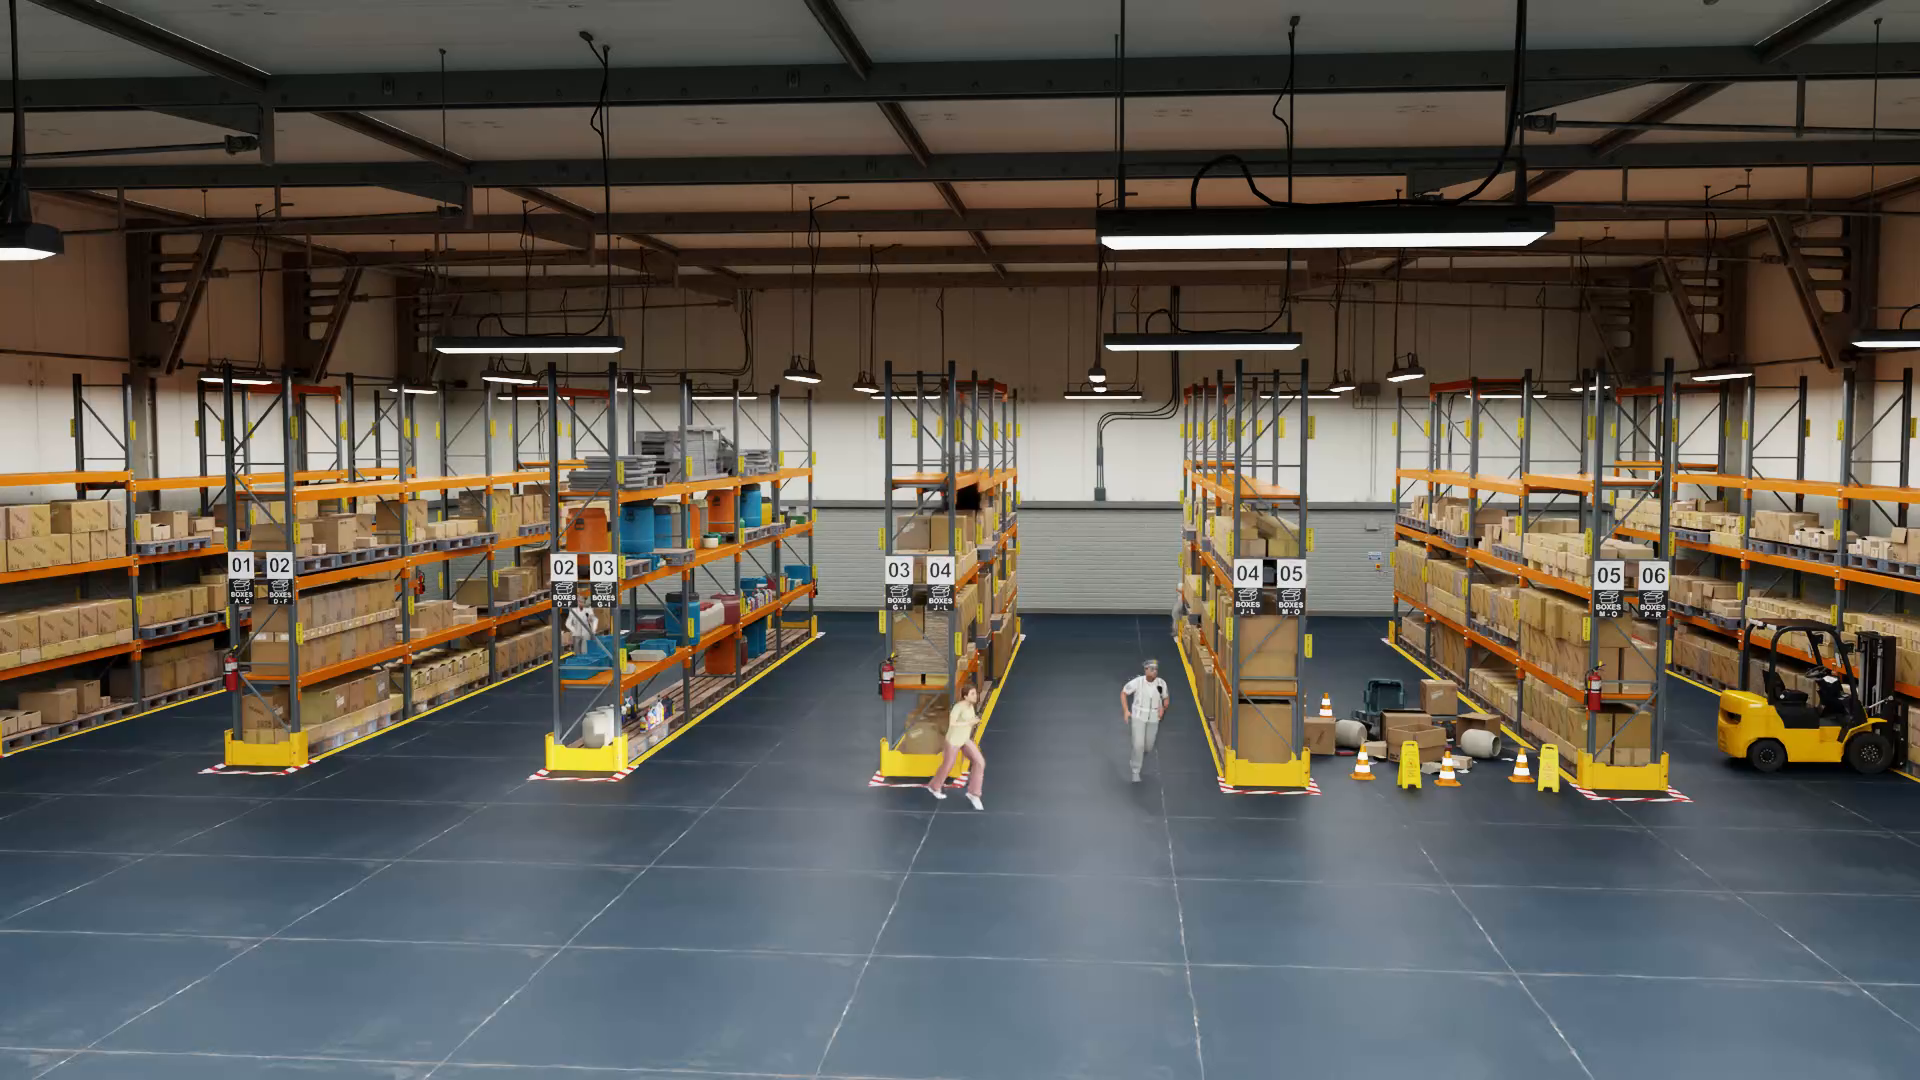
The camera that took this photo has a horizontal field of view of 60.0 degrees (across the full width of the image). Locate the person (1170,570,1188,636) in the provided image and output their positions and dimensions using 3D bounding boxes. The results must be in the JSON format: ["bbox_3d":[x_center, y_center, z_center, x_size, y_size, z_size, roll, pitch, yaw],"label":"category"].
[{"bbox_3d":[5.574,1.515,40.666,0.799,1.711,0.590,-2,4,-27],"label":"person"}]

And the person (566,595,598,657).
[{"bbox_3d":[-7.652,1.954,33.671,0.641,1.697,0.760,-1,4,-9],"label":"person"}]

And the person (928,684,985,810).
[{"bbox_3d":[-0.077,2.733,22.163,0.914,1.667,0.574,3,5,41],"label":"person"}]

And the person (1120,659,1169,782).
[{"bbox_3d":[2.672,2.592,24.043,0.710,1.780,0.737,-1,4,-10],"label":"person"}]
